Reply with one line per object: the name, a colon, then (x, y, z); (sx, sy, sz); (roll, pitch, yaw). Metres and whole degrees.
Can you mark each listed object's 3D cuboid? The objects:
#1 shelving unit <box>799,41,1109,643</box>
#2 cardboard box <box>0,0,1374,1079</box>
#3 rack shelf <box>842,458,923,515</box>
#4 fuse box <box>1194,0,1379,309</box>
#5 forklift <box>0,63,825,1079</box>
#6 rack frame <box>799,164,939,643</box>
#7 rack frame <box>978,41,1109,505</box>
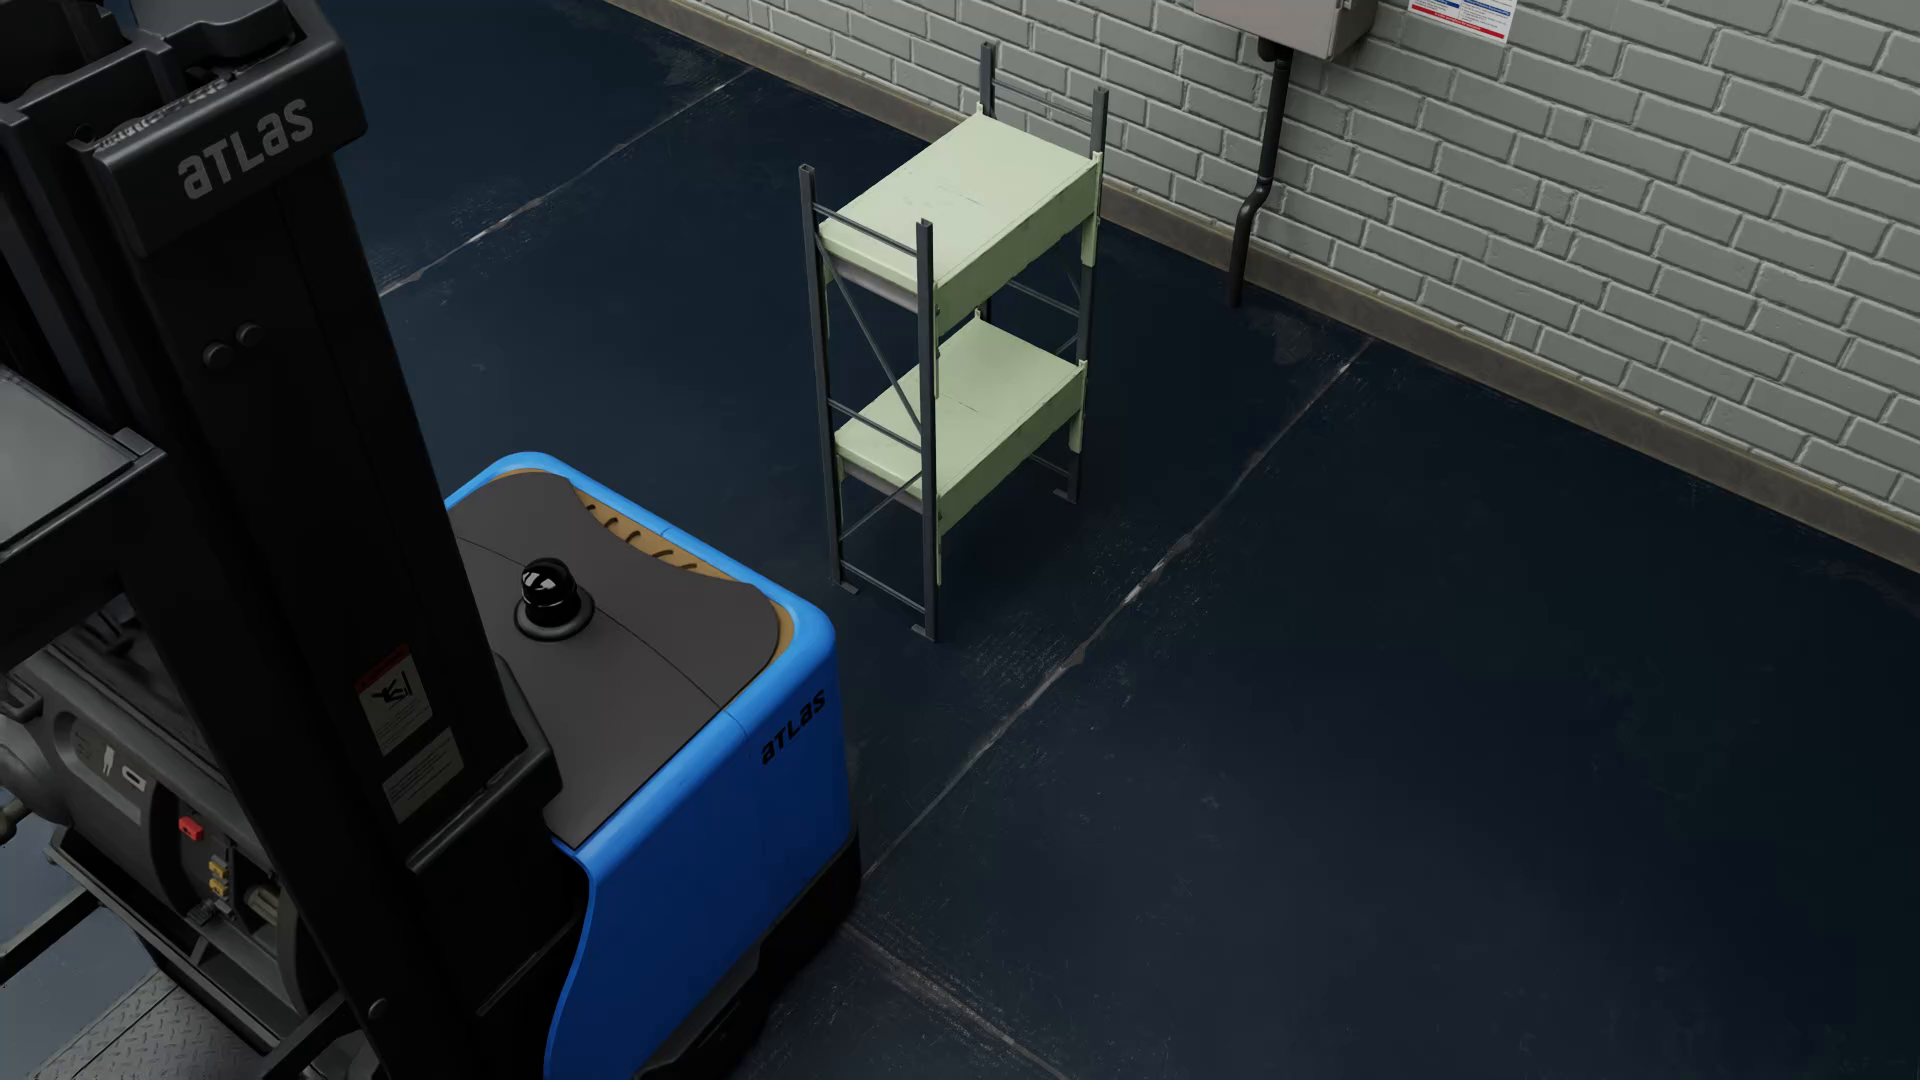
shelving unit: (-0.004, -0.514, 4.704); (0.400, 1.500, 0.755); (29, 53, 25)
cardboard box: (-4.927, 1.261, 2.974); (6.103, 1.550, 13.522); (28, 53, 24)
rack shelf: (-0.004, -0.338, 4.888); (0.332, 0.071, 0.664); (29, 53, 25)
fuse box: (0.998, -1.426, 5.429); (0.539, 1.711, 0.414); (29, 53, 25)
forklift: (-1.560, 0.614, 2.698); (1.107, 2.843, 2.937); (28, 52, 24)
rack frame: (-0.228, -0.305, 4.504); (0.400, 1.500, 0.023); (29, 53, 25)
rack frame: (0.220, -0.724, 4.904); (0.400, 1.500, 0.023); (29, 53, 25)
